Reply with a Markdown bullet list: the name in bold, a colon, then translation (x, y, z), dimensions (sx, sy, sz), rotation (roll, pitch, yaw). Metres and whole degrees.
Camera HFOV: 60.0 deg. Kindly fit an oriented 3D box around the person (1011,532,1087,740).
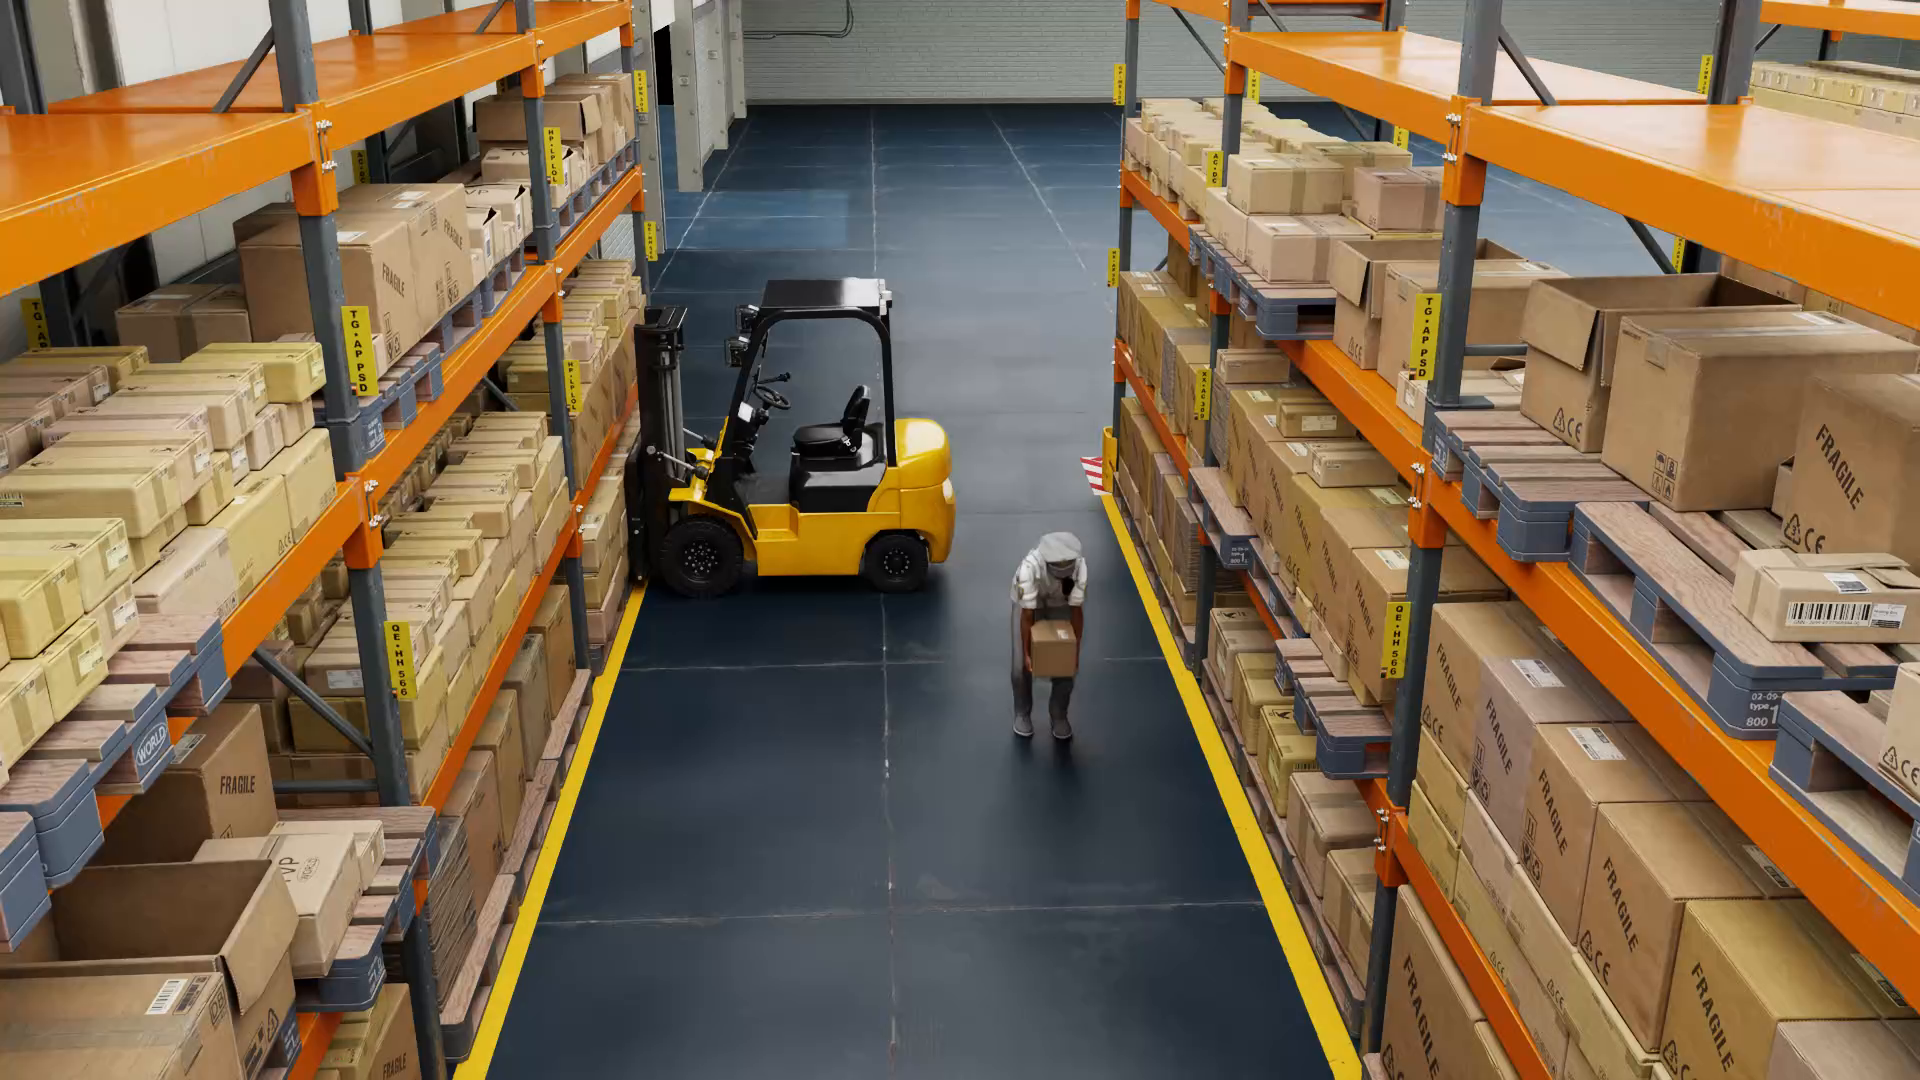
- **person**: translation (0.533, 0.559, 9.940), dimensions (0.418, 1.422, 0.809), rotation (-2, 21, -4)
